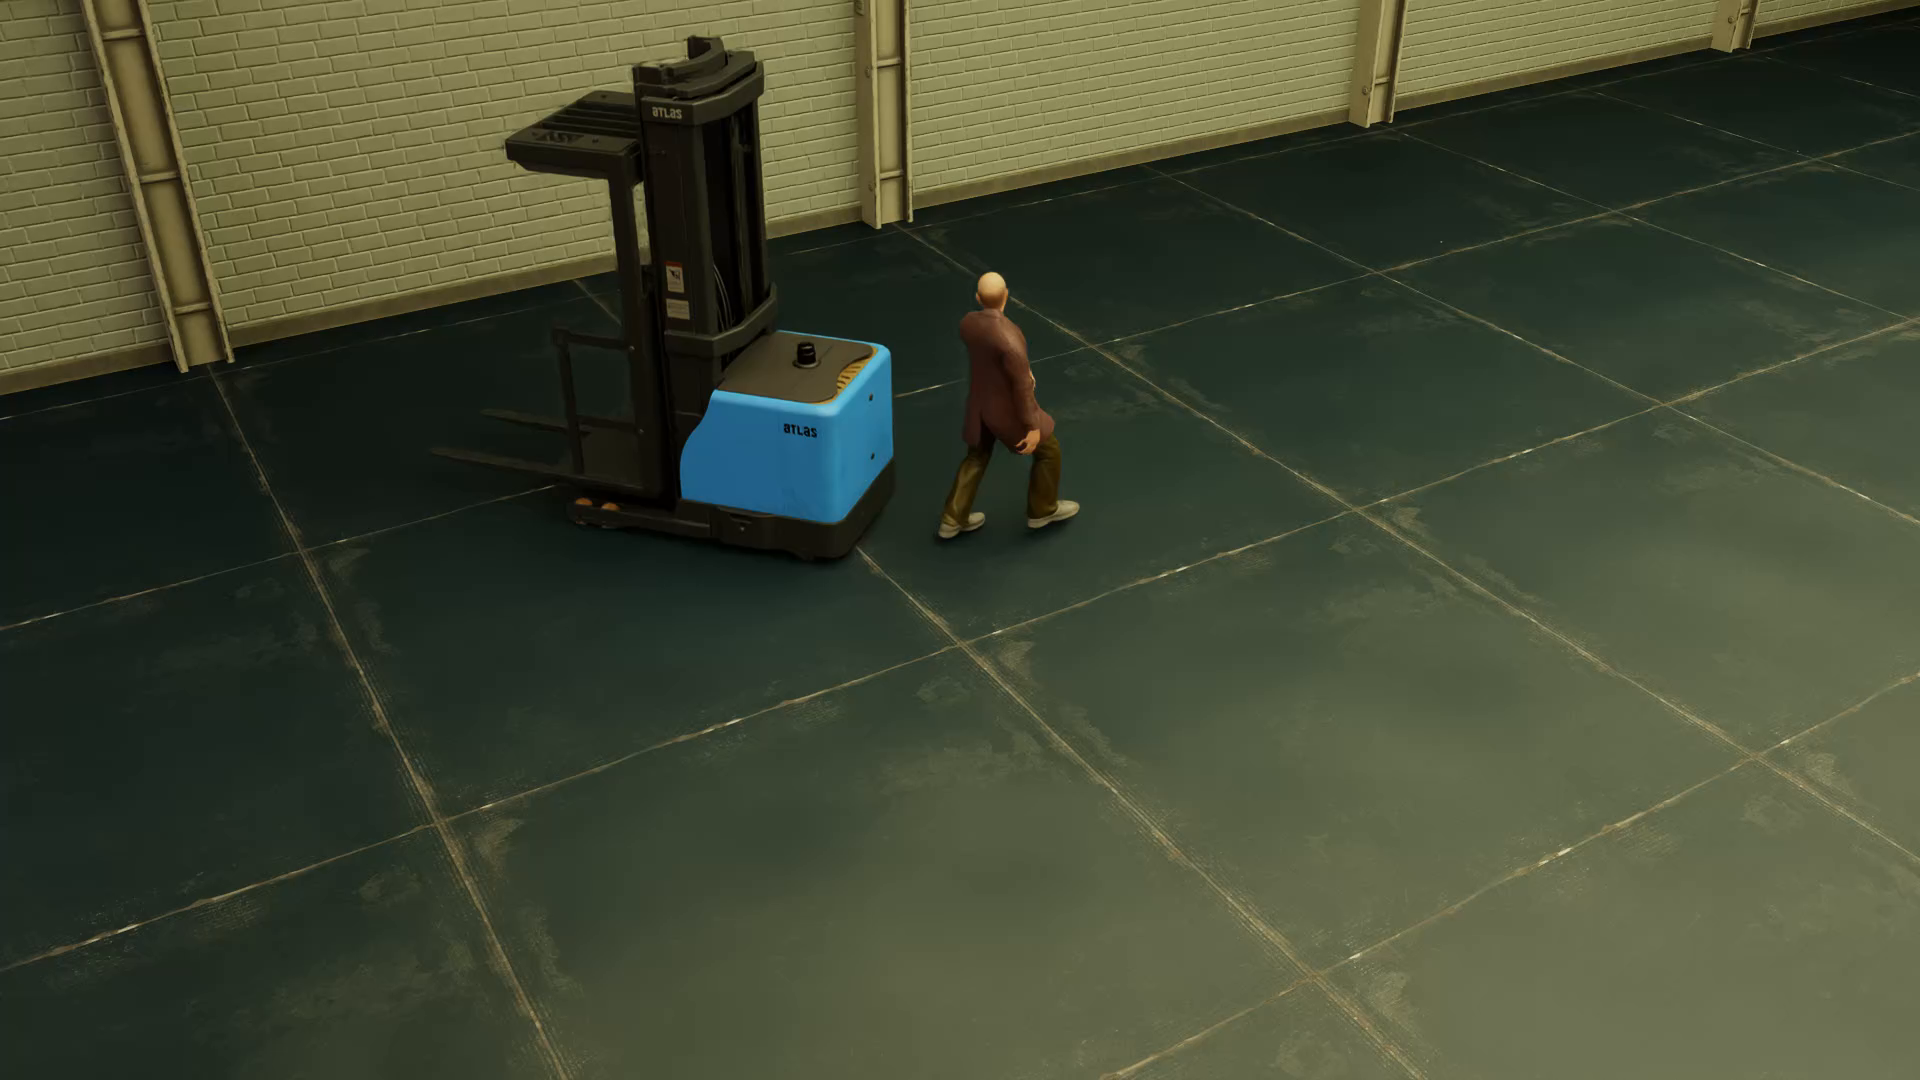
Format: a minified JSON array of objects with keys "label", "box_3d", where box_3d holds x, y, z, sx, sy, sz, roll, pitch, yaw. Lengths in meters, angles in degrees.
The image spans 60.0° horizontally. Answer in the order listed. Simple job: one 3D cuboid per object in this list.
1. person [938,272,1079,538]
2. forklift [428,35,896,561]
[{"label":"person","box_3d":[0.306,-0.815,10.146,0.872,1.707,0.720,-26,39,-36]},{"label":"forklift","box_3d":[-1.996,-1.571,10.271,3.031,2.935,1.130,10,32,16]}]
